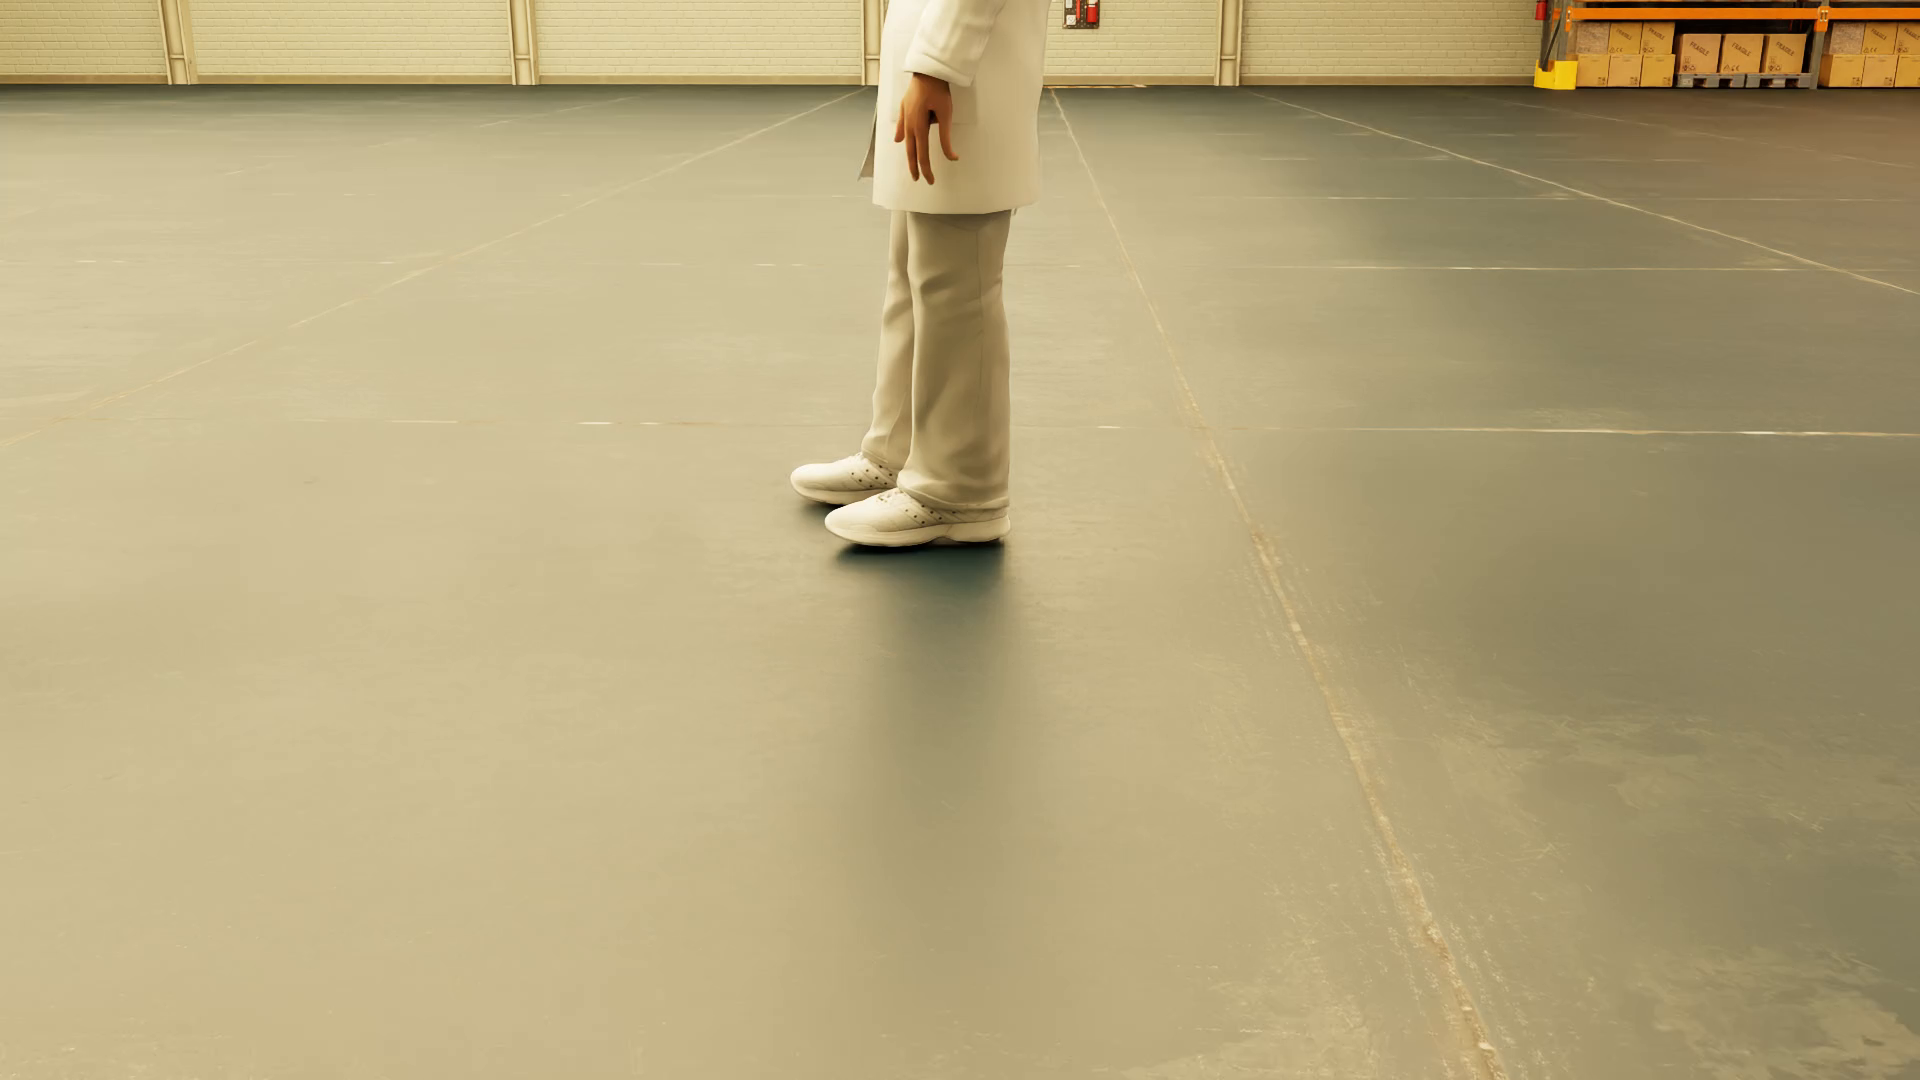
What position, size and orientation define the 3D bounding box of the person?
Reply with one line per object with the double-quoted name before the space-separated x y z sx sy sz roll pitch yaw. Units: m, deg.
"person" -0.090 -0.858 3.113 0.581 1.776 0.696 1 17 2
